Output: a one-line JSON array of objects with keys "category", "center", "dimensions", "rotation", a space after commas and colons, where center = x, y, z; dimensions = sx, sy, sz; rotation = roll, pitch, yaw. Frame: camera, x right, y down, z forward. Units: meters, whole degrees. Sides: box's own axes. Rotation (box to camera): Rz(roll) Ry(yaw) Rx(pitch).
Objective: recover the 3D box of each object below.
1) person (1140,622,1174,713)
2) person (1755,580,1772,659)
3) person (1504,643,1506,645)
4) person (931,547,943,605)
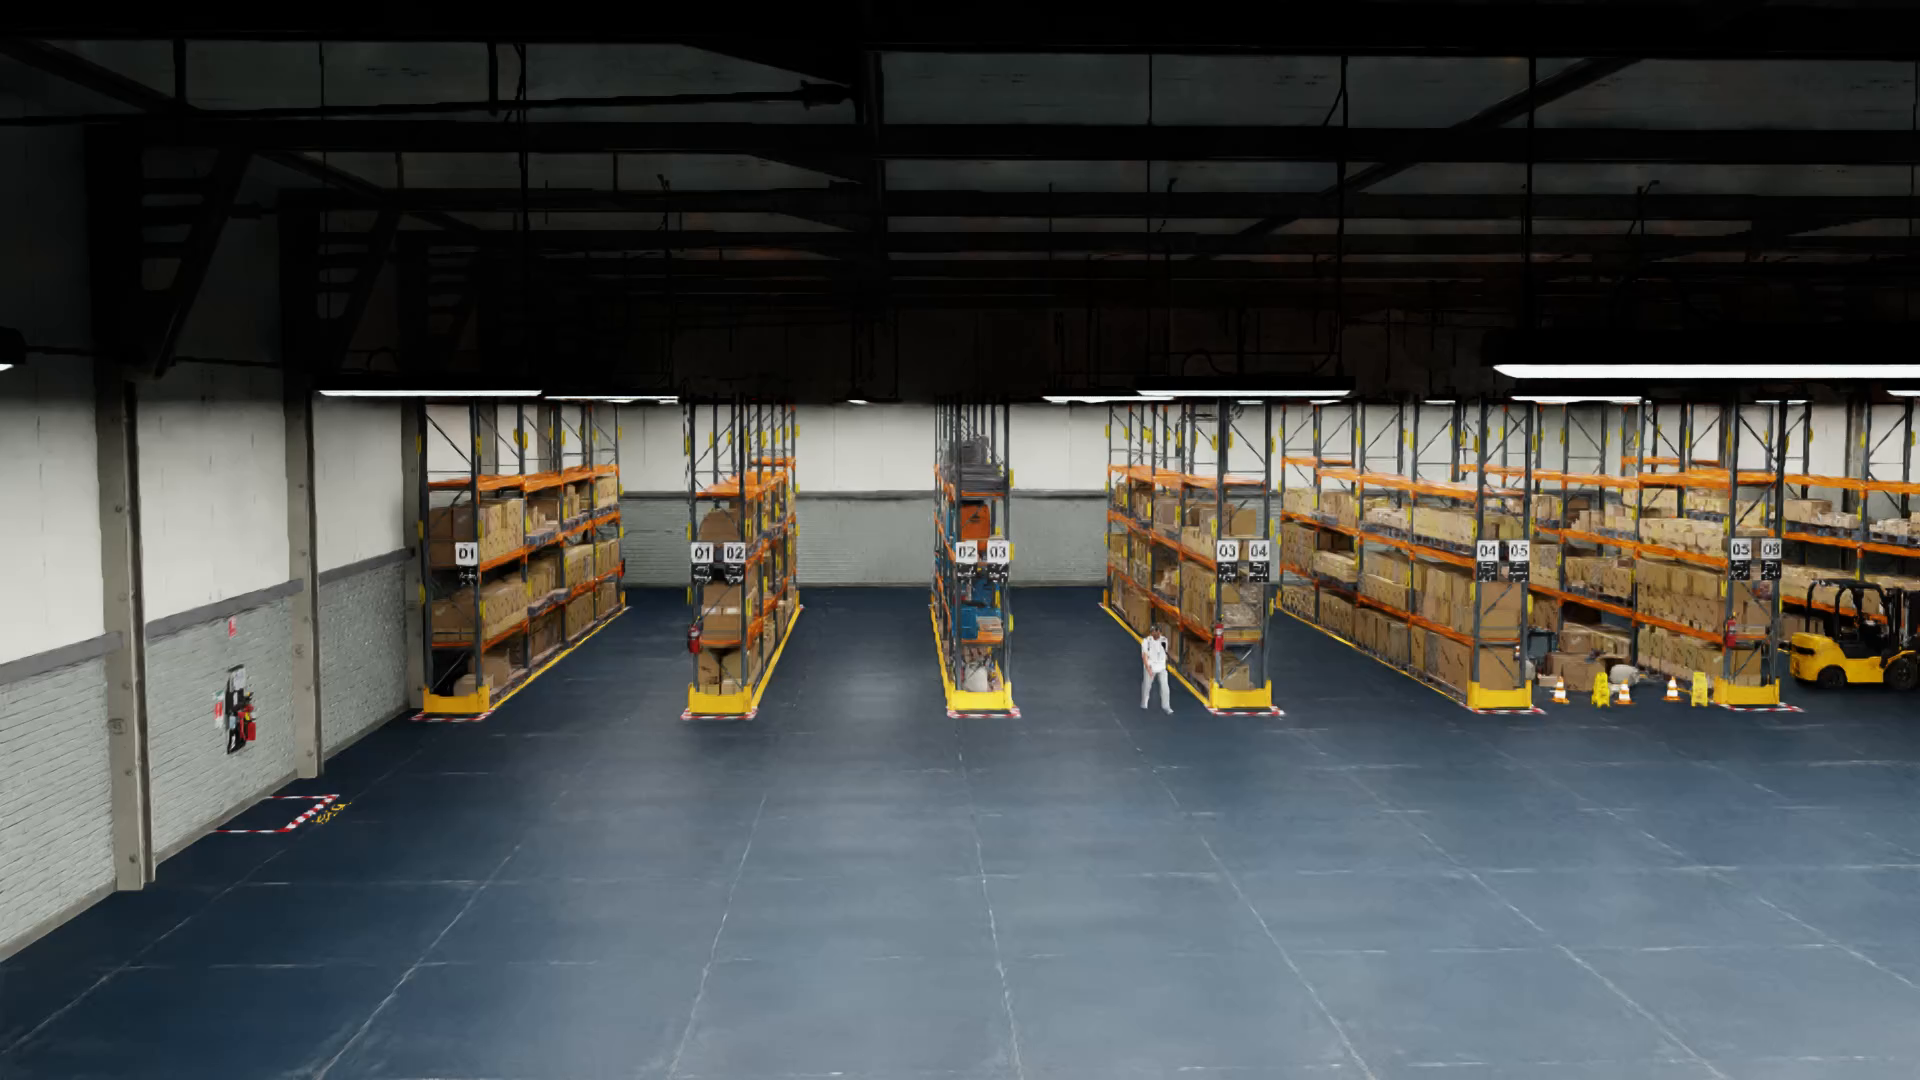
[{"category": "person", "center": [3.640, 2.368, 31.065], "dimensions": [0.536, 1.702, 1.036], "rotation": [-1, 5, -10]}, {"category": "person", "center": [18.216, 1.792, 37.775], "dimensions": [0.638, 1.773, 0.667], "rotation": [2, 5, 23]}, {"category": "person", "center": [12.162, 1.789, 37.804], "dimensions": [0.580, 1.782, 0.665], "rotation": [2, 5, 28]}, {"category": "person", "center": [-0.557, 0.997, 46.489], "dimensions": [0.538, 1.622, 0.424], "rotation": [4, 6, 42]}]
